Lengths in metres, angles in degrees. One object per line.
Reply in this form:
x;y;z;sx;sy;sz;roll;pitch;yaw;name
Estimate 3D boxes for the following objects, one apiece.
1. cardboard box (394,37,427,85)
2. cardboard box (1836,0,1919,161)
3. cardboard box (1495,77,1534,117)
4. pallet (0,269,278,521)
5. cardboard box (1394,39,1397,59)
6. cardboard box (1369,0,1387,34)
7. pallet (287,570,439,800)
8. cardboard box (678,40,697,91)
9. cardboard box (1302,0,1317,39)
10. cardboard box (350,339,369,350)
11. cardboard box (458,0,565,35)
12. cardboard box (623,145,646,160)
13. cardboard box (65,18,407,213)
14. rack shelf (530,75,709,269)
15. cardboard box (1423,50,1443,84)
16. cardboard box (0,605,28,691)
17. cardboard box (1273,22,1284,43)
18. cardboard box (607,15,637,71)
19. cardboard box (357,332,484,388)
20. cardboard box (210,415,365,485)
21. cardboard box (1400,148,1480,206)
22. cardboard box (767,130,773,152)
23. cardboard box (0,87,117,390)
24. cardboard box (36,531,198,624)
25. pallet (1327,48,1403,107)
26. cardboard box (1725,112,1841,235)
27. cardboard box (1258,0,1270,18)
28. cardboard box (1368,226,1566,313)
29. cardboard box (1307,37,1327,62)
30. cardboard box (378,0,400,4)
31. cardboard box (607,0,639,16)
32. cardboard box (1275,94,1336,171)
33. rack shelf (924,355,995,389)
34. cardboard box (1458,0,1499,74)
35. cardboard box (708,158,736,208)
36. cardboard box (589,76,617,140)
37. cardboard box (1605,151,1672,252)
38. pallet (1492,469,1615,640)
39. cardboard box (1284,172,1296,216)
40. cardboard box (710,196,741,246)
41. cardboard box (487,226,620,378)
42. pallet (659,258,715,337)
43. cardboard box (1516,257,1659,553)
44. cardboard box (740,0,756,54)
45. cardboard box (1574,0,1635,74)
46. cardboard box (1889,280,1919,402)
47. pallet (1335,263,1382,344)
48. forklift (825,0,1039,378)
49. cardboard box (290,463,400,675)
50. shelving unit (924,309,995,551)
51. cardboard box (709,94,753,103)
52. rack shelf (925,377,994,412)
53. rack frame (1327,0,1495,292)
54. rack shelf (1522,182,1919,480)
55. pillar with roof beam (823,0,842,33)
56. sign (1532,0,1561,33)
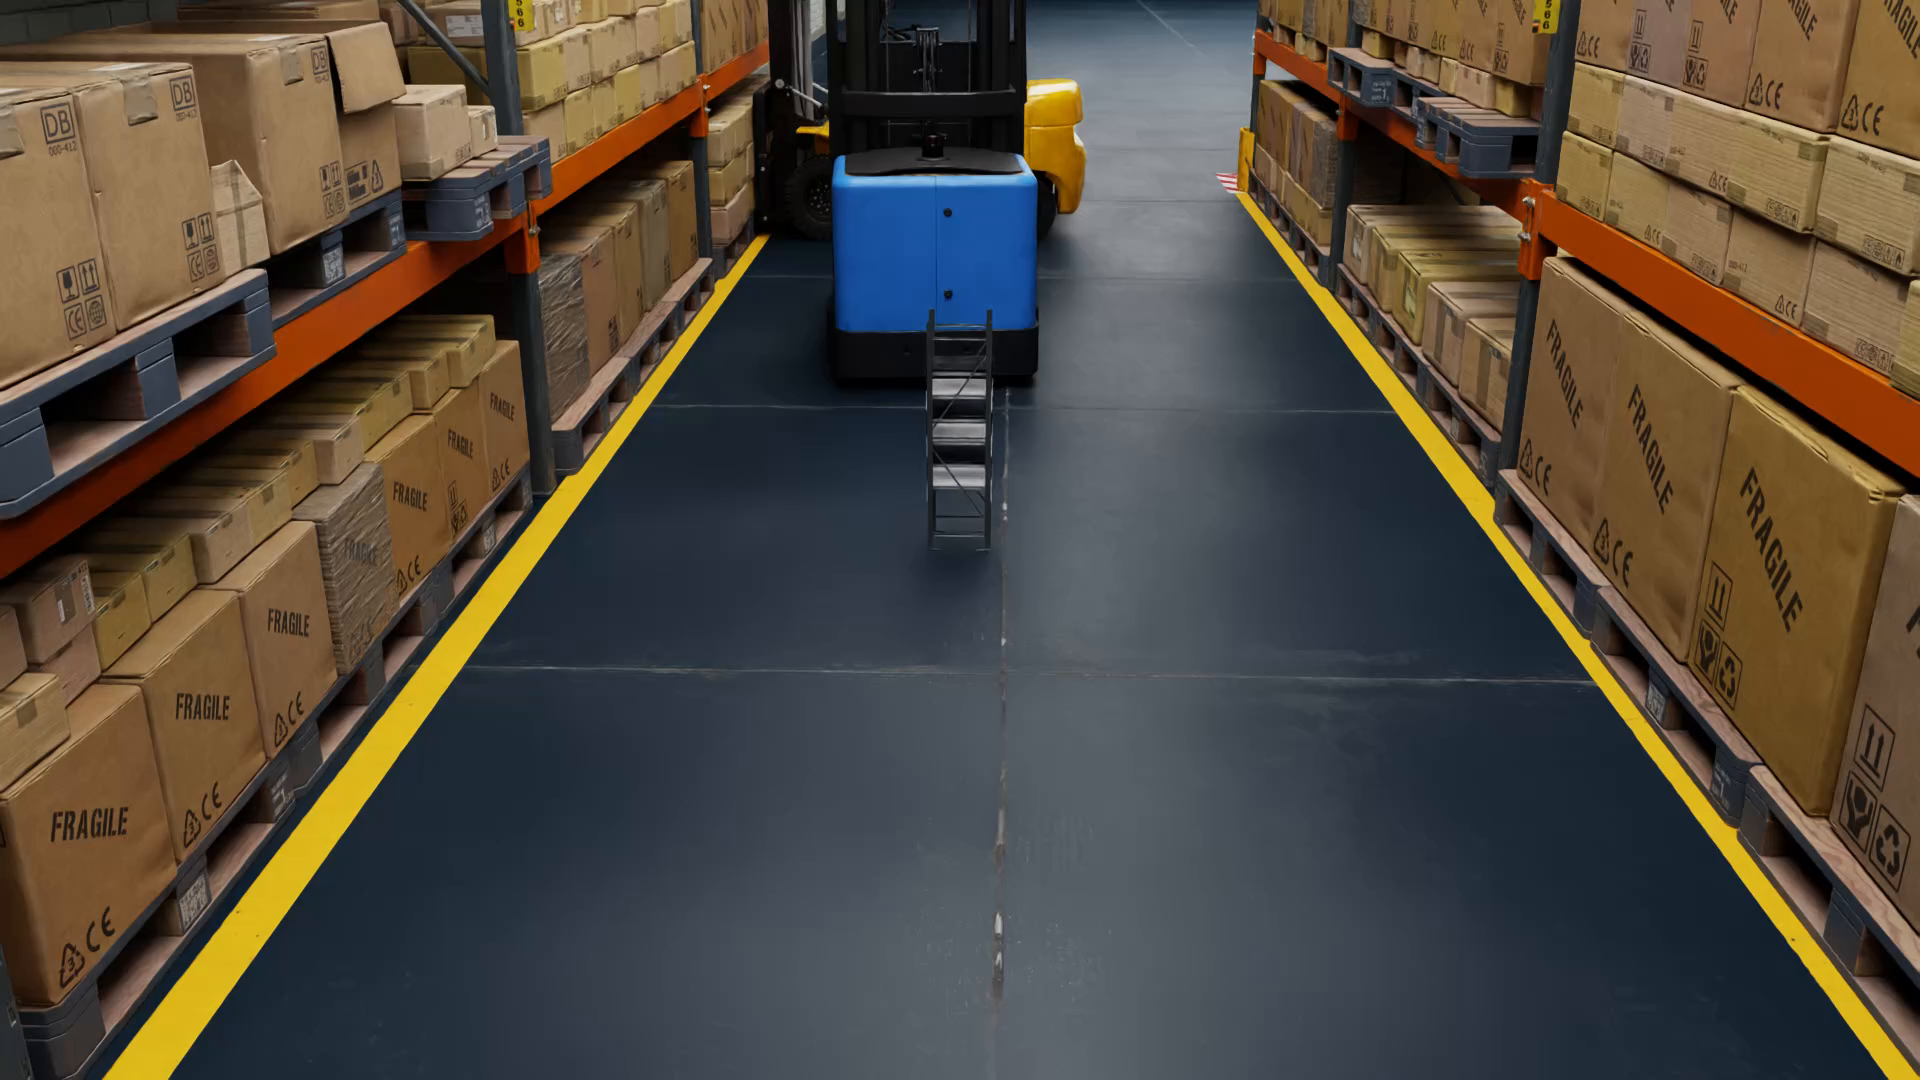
-2.485;-1.932;6.877;0.500;0.250;0.500;1;21;3;cardboard box
2.425;-1.151;3.828;0.500;0.500;0.500;1;21;3;cardboard box
2.451;-1.847;6.910;0.380;0.149;0.250;1;21;2;cardboard box
-2.209;-0.355;3.563;1.003;0.211;1.213;1;21;2;pallet
2.581;-2.685;9.069;0.380;0.149;0.250;2;21;5;cardboard box
2.547;-3.030;9.060;0.500;0.500;0.500;1;21;2;cardboard box
-2.321;0.407;5.190;1.003;0.211;1.213;1;21;2;pallet
-1.853;-2.794;9.791;0.500;0.250;0.500;1;21;3;cardboard box
2.647;-3.719;11.417;0.500;0.500;0.500;1;21;3;cardboard box
-2.514;-0.484;6.505;0.500;0.500;0.500;1;21;4;cardboard box
-1.928;-2.254;7.156;0.380;0.149;0.250;1;21;3;cardboard box
-2.277;-2.609;10.946;0.500;0.250;0.500;1;21;3;cardboard box
-2.086;-1.255;4.893;0.797;0.503;0.637;0;21;0;cardboard box
-2.160;-1.991;8.508;1.077;0.370;4.000;1;21;2;rack shelf
2.484;-2.311;8.104;0.380;0.149;0.250;0;21;0;cardboard box
-2.126;0.244;3.320;0.380;0.149;0.250;0;21;1;cardboard box
2.631;-3.927;12.850;0.380;0.149;0.250;1;21;2;cardboard box
-1.922;-2.479;8.287;0.500;0.250;0.500;1;21;2;cardboard box
-1.960;-0.656;6.050;0.380;0.149;0.250;0;21;-1;cardboard box
-2.051;-0.275;5.070;0.380;0.149;0.250;0;21;-1;cardboard box
3.150;-2.470;10.932;0.500;0.500;0.500;2;21;4;cardboard box
-1.700;-3.095;12.888;0.500;0.250;0.500;0;21;0;cardboard box
-2.104;-0.572;3.137;0.700;0.500;0.500;1;21;3;cardboard box
-2.143;0.090;4.127;0.380;0.149;0.250;0;21;1;cardboard box
2.694;-2.632;9.430;1.003;0.211;1.213;1;21;2;pallet
2.406;-0.982;4.430;0.500;0.250;0.500;1;21;3;cardboard box
2.692;-4.459;13.326;0.500;0.500;0.500;0;21;1;cardboard box
2.830;-1.517;9.344;0.950;0.372;0.625;2;21;5;cardboard box
2.595;-3.366;11.404;0.380;0.149;0.250;0;21;1;cardboard box
-2.517;-2.168;6.934;0.380;0.149;0.250;1;21;3;cardboard box
-1.827;-2.713;8.340;0.380;0.149;0.250;0;21;0;cardboard box
2.648;-3.038;12.396;0.500;0.500;0.500;1;21;3;cardboard box
0.000;-0.637;6.273;0.258;0.077;0.200;1;21;2;rack shelf
2.481;-2.285;7.142;0.500;0.500;0.500;0;21;1;cardboard box
-1.776;-2.368;11.014;0.500;0.250;0.500;1;21;1;cardboard box
-1.934;-2.059;7.896;0.500;0.250;0.500;0;21;0;cardboard box
2.476;-1.120;5.476;0.500;0.250;0.500;0;21;0;cardboard box
2.641;0.034;6.148;1.003;0.211;1.213;1;21;2;pallet
2.638;-2.503;12.054;0.500;0.250;0.500;1;21;2;cardboard box
-1.753;-2.134;11.104;0.500;0.250;0.500;1;21;2;cardboard box
-2.176;-1.153;8.057;0.875;0.625;0.625;1;21;3;cardboard box
-2.083;-1.483;10.058;1.003;0.211;1.213;1;21;2;pallet
2.637;-0.506;6.044;0.875;0.875;0.875;0;21;1;cardboard box
-1.775;-3.807;12.055;0.500;0.500;0.500;1;21;2;cardboard box
2.481;-1.887;5.725;0.500;0.500;0.500;0;21;0;cardboard box
2.397;-0.383;3.576;0.500;0.250;0.500;0;21;1;cardboard box
2.840;-1.415;9.883;1.003;0.211;1.213;1;21;2;pallet
-0.201;-2.678;9.378;1.130;2.935;3.031;-1;21;-3;forklift
-2.055;0.080;5.051;0.500;0.500;0.500;0;21;0;cardboard box
0.000;-0.417;6.359;0.258;0.900;0.210;1;21;2;shelving unit
-1.718;-3.155;12.353;0.500;0.250;0.500;0;21;1;cardboard box
0.000;-0.553;6.306;0.258;0.077;0.200;1;21;2;rack shelf
2.862;-2.996;10.104;1.000;3.000;0.127;1;21;2;rack frame
2.680;-0.491;4.643;1.077;0.370;4.000;1;21;2;rack shelf
1.951;-13.511;28.911;9.100;9.000;0.400;1;21;2;pillar with roof beam
2.198;-2.055;6.188;0.100;0.325;0.005;1;21;2;sign
